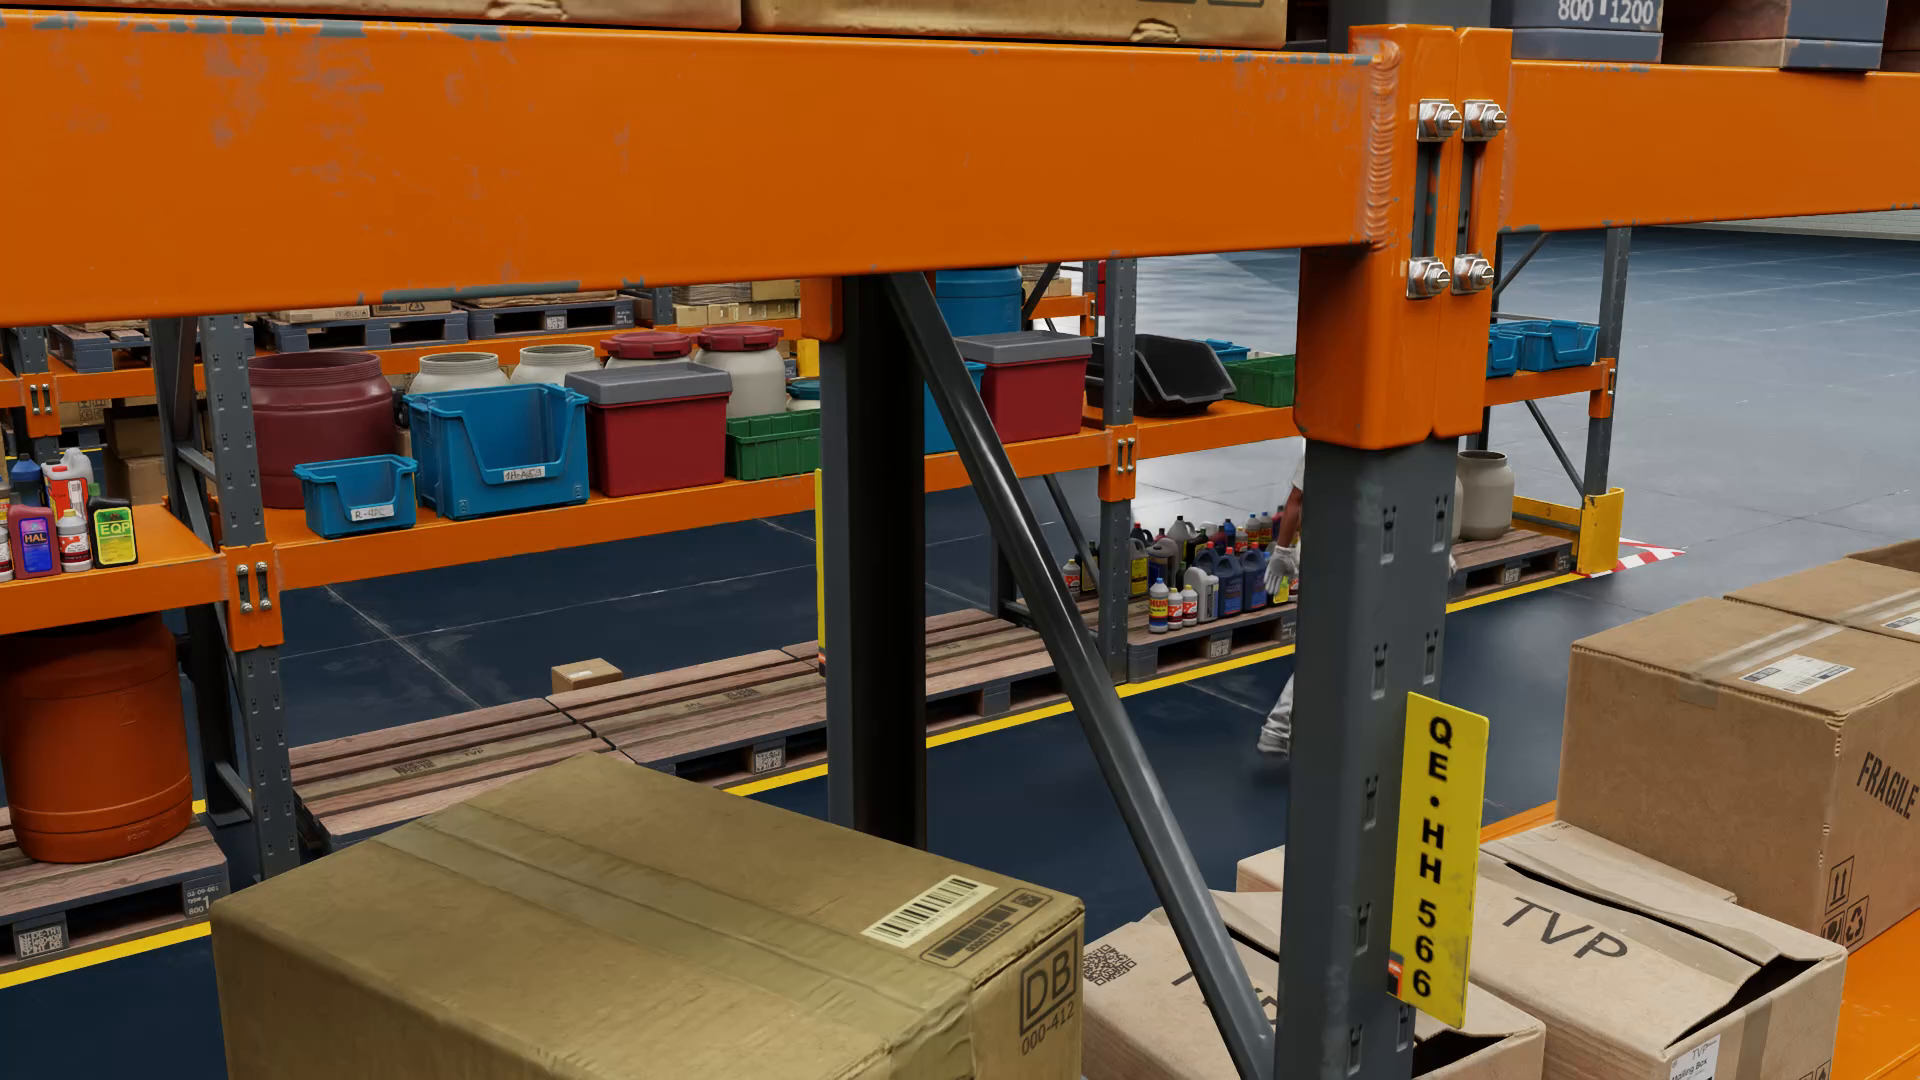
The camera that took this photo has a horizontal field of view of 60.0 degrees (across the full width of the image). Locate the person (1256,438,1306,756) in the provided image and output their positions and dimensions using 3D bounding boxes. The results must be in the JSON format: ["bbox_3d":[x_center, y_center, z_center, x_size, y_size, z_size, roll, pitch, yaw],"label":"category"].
[{"bbox_3d":[1.711,0.090,7.310,1.162,1.709,0.613,-9,17,-32],"label":"person"}]
